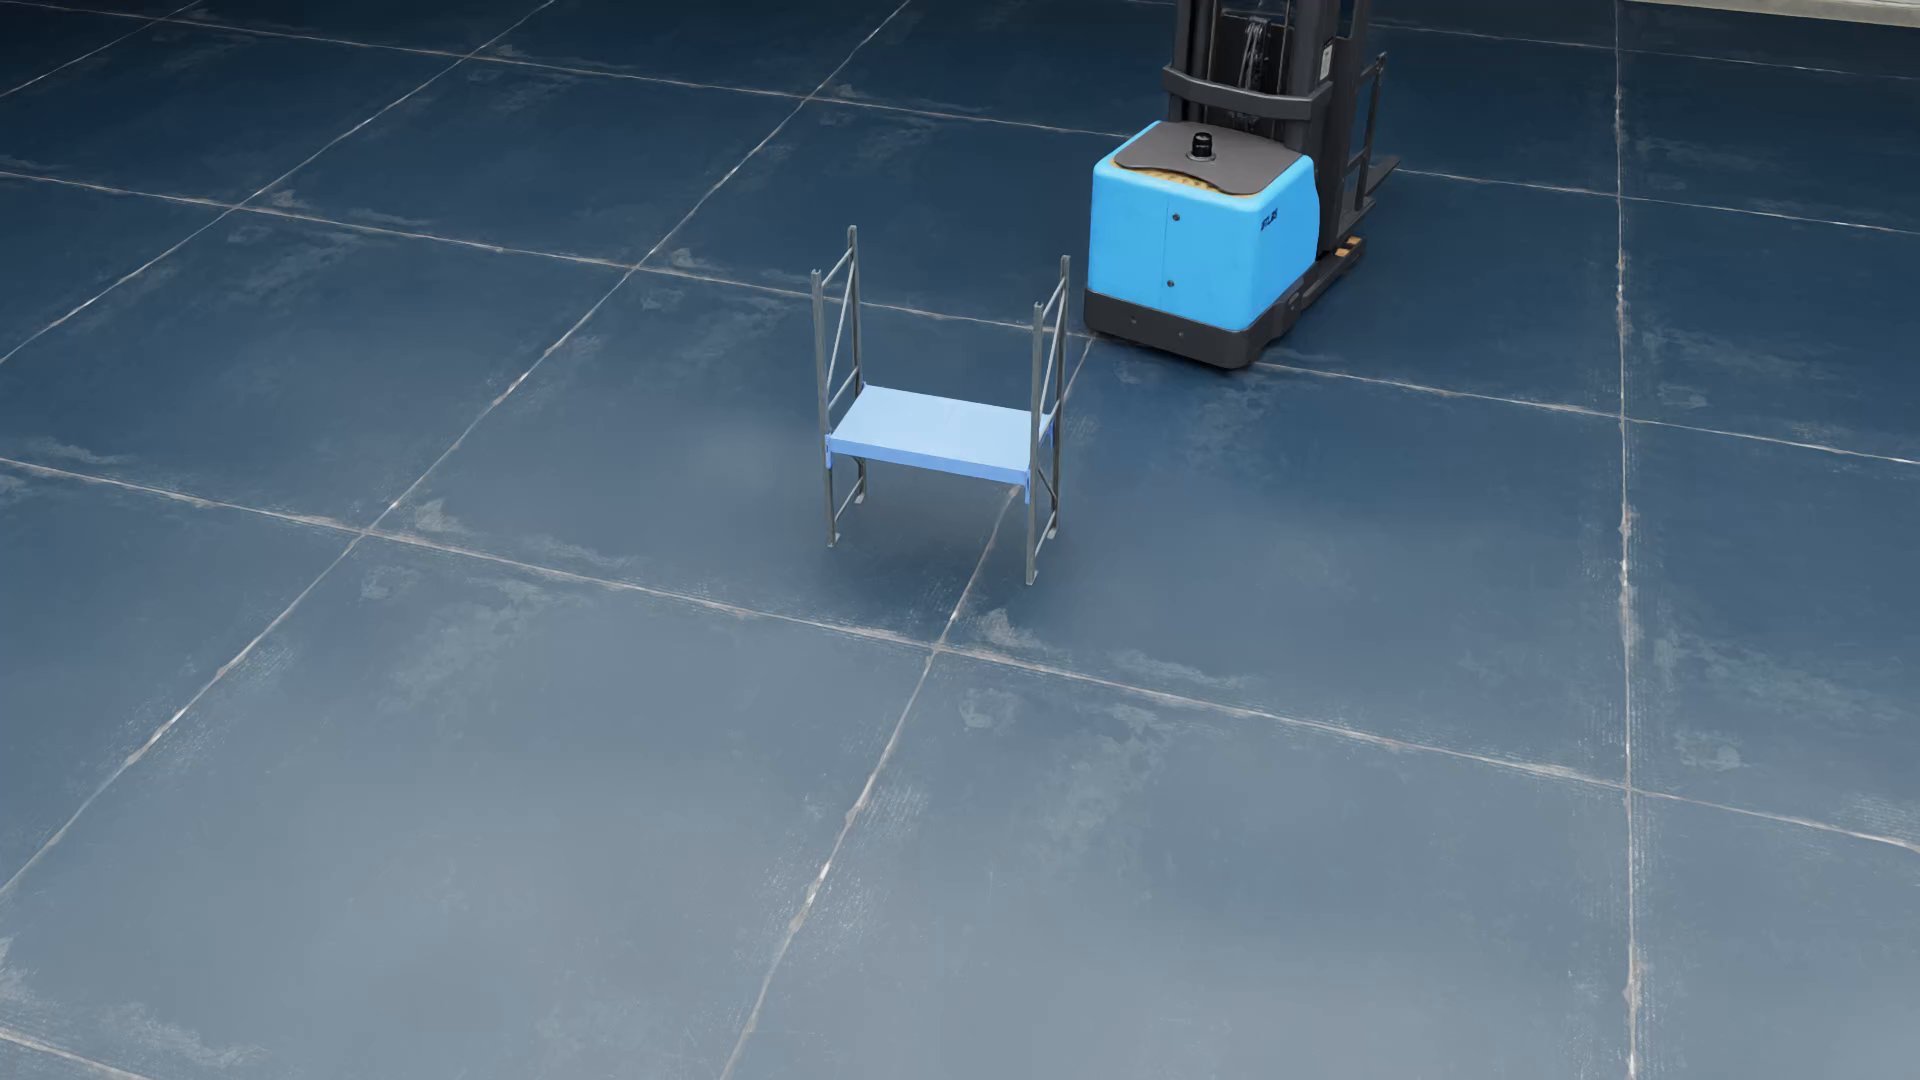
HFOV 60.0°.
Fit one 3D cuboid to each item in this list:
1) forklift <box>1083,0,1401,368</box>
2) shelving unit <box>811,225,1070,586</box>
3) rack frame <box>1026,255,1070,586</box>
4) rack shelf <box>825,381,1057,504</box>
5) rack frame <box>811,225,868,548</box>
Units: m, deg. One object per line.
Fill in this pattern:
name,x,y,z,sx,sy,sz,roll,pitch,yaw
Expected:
forklift,1.948,-2.997,9.849,1.130,2.935,3.031,21,41,26
shelving unit,-0.081,-0.619,7.826,1.048,1.500,0.538,10,38,14
rack frame,0.404,-0.529,7.704,0.032,1.500,0.500,10,38,14
rack shelf,-0.081,-0.474,7.933,1.000,0.185,0.538,10,38,14
rack frame,-0.567,-0.709,7.948,0.032,1.500,0.500,10,38,14
